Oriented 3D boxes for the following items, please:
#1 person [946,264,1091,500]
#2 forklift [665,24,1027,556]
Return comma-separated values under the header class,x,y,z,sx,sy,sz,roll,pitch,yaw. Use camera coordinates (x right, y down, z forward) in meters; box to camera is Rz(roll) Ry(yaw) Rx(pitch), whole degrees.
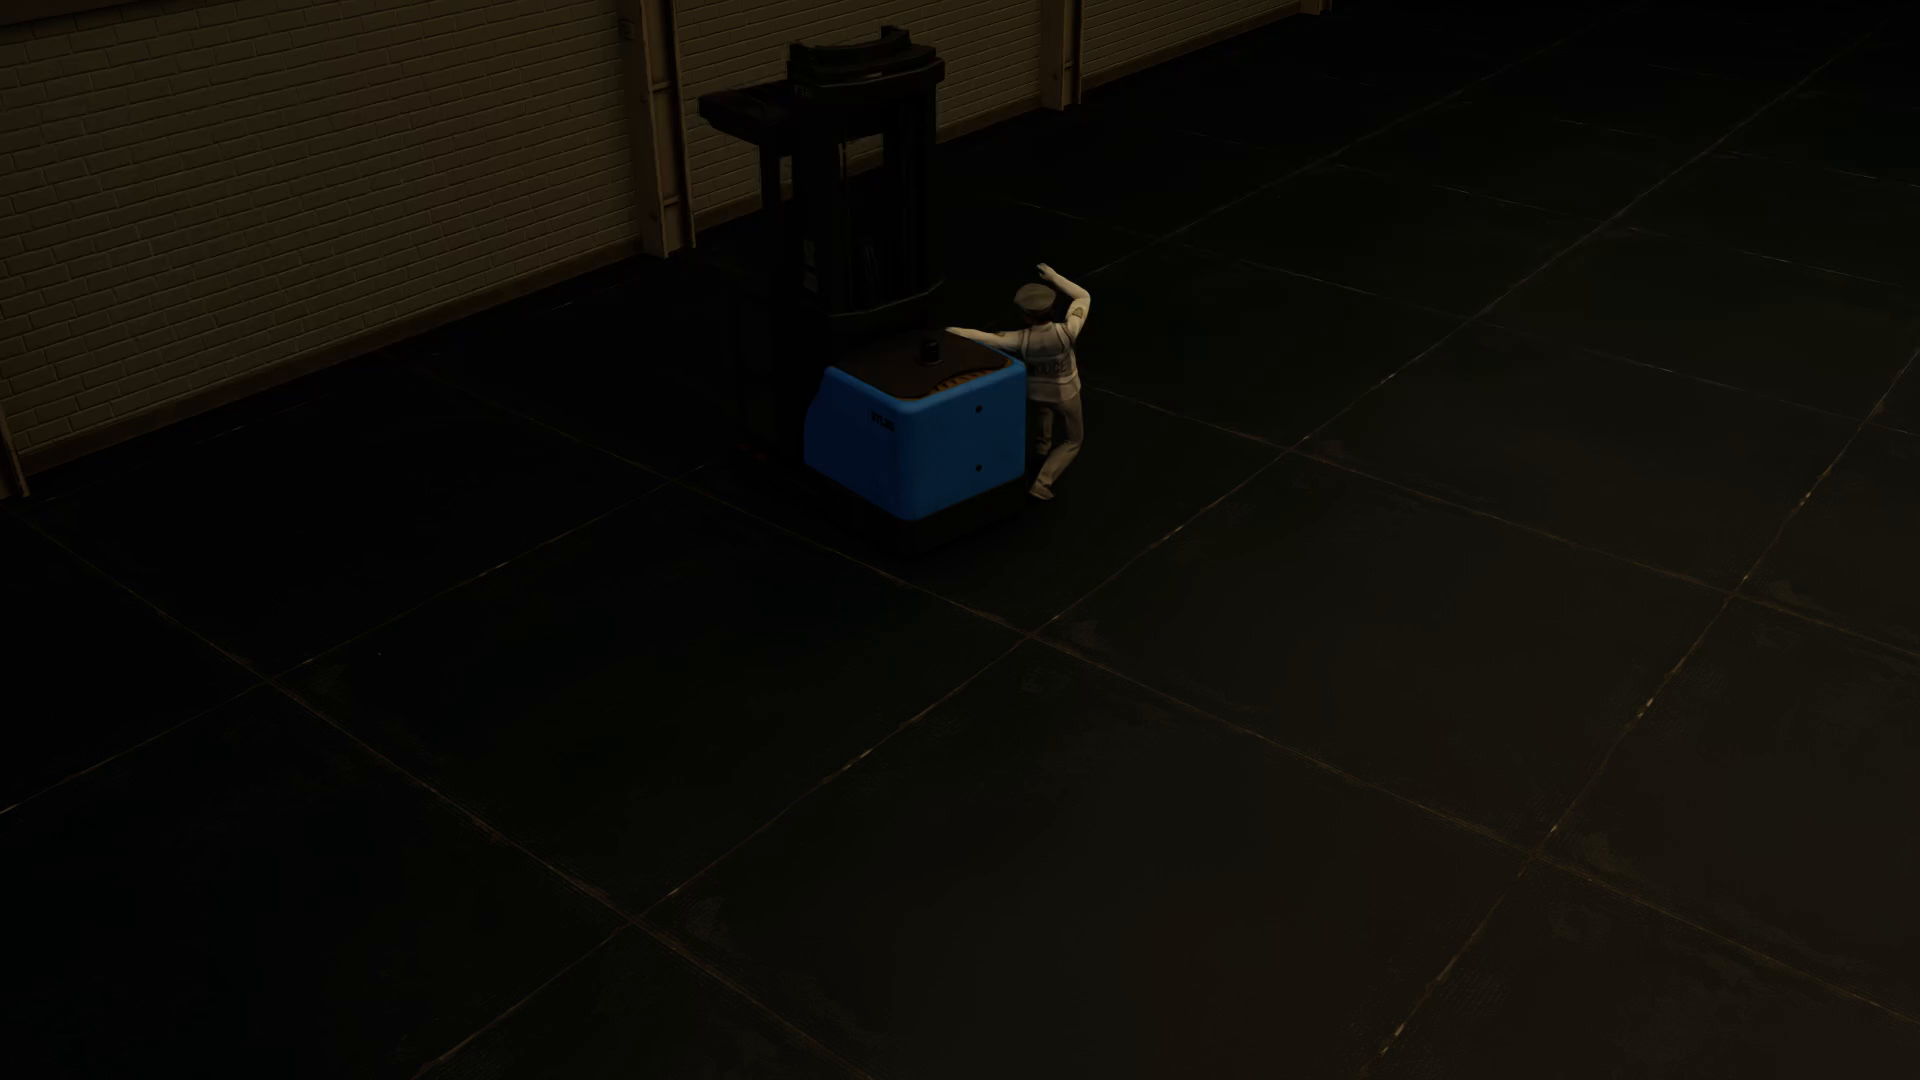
class,x,y,z,sx,sy,sz,roll,pitch,yaw
person,0.340,-1.062,10.965,0.997,1.508,0.764,10,32,17
forklift,-0.916,-1.835,10.736,1.130,2.935,3.031,-24,38,-35
